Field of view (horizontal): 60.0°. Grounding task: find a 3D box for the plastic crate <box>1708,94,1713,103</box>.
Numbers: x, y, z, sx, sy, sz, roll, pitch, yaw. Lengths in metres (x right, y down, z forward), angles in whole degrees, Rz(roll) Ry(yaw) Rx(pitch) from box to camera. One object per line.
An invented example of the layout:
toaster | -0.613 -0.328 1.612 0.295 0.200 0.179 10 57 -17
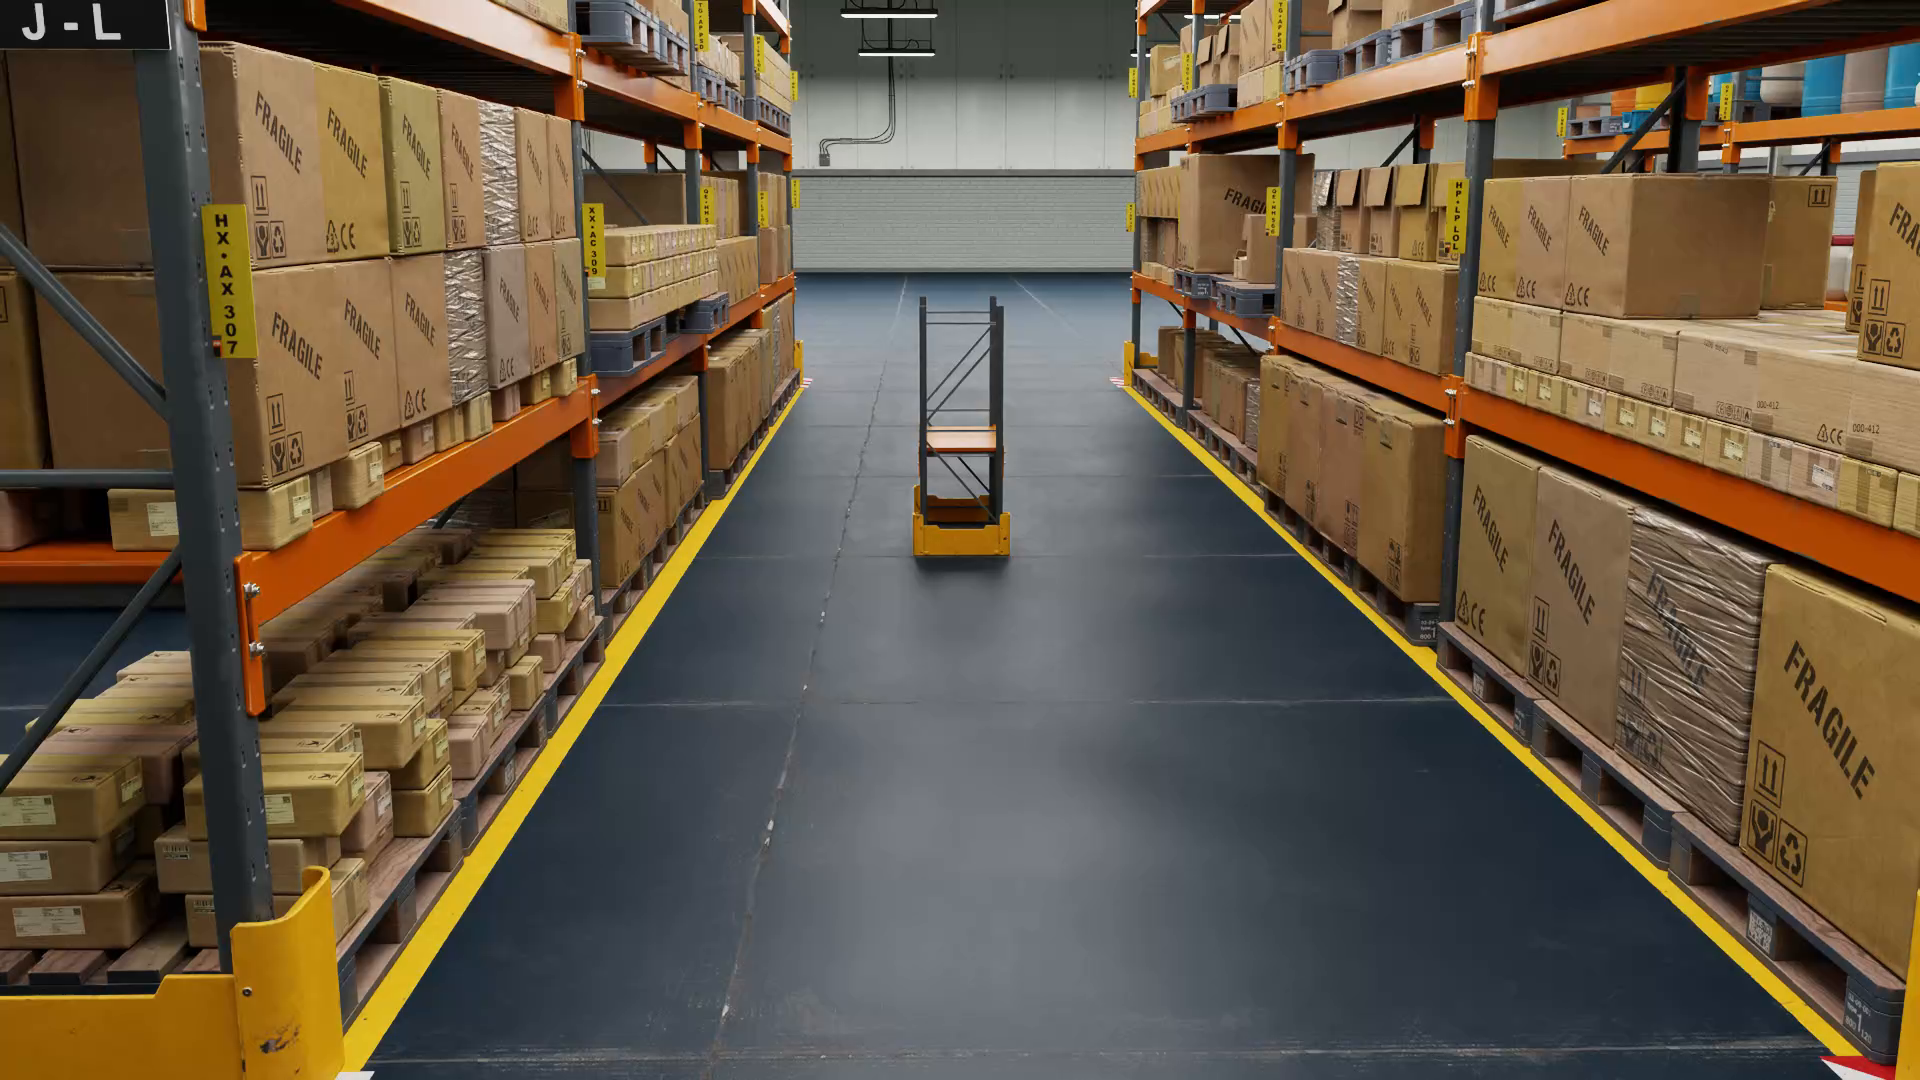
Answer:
plastic crate | 7.811 -4.413 17.261 0.392 0.384 0.575 0 11 -1

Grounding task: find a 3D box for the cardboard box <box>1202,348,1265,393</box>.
cardboard box | 2.633 -1.573 16.000 0.500 0.500 0.500 -1 11 -3

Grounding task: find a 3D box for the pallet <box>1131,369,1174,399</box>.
pallet | 2.501 -1.765 18.726 1.003 0.211 1.213 0 11 -1

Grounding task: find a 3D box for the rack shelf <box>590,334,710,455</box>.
rack shelf | -2.236 -0.967 9.592 1.077 0.370 4.000 0 11 -1

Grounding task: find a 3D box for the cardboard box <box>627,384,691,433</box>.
cardboard box | -1.980 -0.830 10.453 0.500 0.250 0.500 0 11 0

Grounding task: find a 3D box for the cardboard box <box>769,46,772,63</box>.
cardboard box | -2.051 -4.781 16.358 0.380 0.149 0.250 0 11 -1

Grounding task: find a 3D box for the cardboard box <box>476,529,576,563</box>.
cardboard box | -1.927 0.047 7.400 0.380 0.149 0.250 0 11 0

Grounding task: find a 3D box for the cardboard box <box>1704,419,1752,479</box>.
cardboard box | 2.490 -0.277 5.011 0.380 0.149 0.250 0 11 -2

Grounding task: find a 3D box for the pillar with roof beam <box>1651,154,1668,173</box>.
pillar with roof beam | 13.454 -10.927 41.785 9.100 9.000 0.548 0 11 -1

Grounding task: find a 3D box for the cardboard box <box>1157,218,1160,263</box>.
cardboard box | 2.632 -3.294 18.254 0.875 0.500 0.500 0 11 -1

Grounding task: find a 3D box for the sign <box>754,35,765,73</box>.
sign | -1.818 -4.394 15.039 0.100 0.325 0.005 0 11 -1

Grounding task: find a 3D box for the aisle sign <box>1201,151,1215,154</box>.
aisle sign | 2.817 -4.596 19.128 0.394 0.787 0.004 0 11 -1

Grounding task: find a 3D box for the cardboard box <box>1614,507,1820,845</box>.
cardboard box | 2.737 0.400 5.329 0.875 0.875 0.875 0 11 -1

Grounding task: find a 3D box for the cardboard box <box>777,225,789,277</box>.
cardboard box | -2.357 -3.198 18.403 0.875 0.550 0.550 0 11 -1

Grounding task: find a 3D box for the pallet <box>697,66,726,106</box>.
pallet | -2.344 -3.223 11.830 1.213 0.211 1.003 0 11 1

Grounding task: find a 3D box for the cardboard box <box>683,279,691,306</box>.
cardboard box | -1.786 -1.449 9.732 0.380 0.149 0.250 0 11 1

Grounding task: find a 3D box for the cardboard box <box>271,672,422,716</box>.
cardboard box | -1.874 0.513 5.103 0.380 0.149 0.250 -1 11 -4

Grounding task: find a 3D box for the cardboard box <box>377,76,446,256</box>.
cardboard box | -1.861 -1.106 4.952 0.500 0.500 0.500 0 11 -2

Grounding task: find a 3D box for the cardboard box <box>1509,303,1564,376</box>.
cardboard box | 2.519 -0.801 6.594 0.500 0.250 0.500 0 11 -1

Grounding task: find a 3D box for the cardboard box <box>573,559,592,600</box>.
cardboard box | -1.870 0.185 7.471 0.380 0.149 0.250 0 11 0

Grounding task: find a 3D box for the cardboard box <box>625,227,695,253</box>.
cardboard box | -1.792 -1.793 9.932 0.380 0.149 0.250 0 11 -1

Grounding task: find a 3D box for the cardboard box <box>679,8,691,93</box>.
cardboard box | -2.012 -3.124 10.617 0.500 0.500 0.500 0 11 -1

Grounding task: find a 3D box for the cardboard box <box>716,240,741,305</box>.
cardboard box | -2.048 -2.157 13.396 0.500 0.500 0.500 0 11 -2

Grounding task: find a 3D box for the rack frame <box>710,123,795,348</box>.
rack frame | -2.443 -3.308 19.319 1.000 3.000 0.127 0 11 -1

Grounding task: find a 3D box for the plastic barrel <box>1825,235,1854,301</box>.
plastic barrel | 7.369 -2.263 13.827 0.433 0.535 0.433 0 11 0

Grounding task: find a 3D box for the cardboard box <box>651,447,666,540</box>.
cardboard box | -1.982 -0.260 9.528 0.500 0.500 0.500 0 11 0

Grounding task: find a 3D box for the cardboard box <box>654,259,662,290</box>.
cardboard box | -1.762 -1.385 8.671 0.380 0.149 0.250 -1 11 -4

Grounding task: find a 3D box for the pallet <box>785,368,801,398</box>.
pallet | -2.348 -1.782 18.814 1.003 0.211 1.213 0 11 -1

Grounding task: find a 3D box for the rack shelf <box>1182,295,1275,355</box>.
rack shelf | 2.642 -1.763 13.513 1.077 0.370 4.000 0 11 -1

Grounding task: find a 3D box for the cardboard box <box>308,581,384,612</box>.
cardboard box | -2.442 0.255 6.377 0.380 0.149 0.250 0 11 0

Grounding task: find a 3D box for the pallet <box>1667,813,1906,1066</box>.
pallet | 2.754 1.081 4.702 1.003 0.211 1.213 0 11 -1

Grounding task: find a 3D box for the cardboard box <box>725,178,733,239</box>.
cardboard box | -2.331 -2.851 14.300 0.700 0.500 0.500 0 11 -2

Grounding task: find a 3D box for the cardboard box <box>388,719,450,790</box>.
cardboard box | -1.806 0.659 5.133 0.380 0.149 0.250 0 11 1

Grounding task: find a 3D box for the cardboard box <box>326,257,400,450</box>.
cardboard box | -1.882 -0.519 4.571 0.500 0.500 0.500 0 11 -1

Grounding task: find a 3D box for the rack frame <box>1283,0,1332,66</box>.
rack frame | 2.684 -4.658 10.885 1.000 3.000 0.127 0 11 -1

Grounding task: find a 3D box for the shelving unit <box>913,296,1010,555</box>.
shelving unit | -0.002 -0.750 10.485 0.587 1.500 1.083 0 11 -1

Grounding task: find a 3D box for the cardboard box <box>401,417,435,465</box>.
cardboard box | -1.890 -0.328 5.263 0.380 0.149 0.250 0 11 -2

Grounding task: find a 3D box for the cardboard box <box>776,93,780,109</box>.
cardboard box | -2.066 -4.542 17.180 0.380 0.149 0.250 0 11 0

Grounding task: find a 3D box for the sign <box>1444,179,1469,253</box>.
sign | 2.224 -1.447 7.434 0.100 0.325 0.005 0 11 -1

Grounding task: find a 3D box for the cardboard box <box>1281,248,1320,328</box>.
cardboard box | 2.422 -1.669 10.990 0.500 0.500 0.500 0 11 1

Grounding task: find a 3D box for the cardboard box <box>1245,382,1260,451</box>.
cardboard box | 2.626 -0.952 12.886 0.700 0.500 0.500 -1 12 -6

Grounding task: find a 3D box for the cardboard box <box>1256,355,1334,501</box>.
cardboard box | 2.677 -0.745 10.974 1.225 0.875 0.875 -1 11 -4

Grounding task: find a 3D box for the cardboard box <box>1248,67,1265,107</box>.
cardboard box | 2.405 -3.306 12.145 0.500 0.250 0.500 0 11 -1

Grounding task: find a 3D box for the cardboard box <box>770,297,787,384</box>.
cardboard box | -2.342 -2.163 17.963 0.875 0.875 0.875 0 11 -2

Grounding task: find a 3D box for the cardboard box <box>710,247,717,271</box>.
cardboard box | -1.812 -1.850 10.959 0.380 0.149 0.250 0 11 0

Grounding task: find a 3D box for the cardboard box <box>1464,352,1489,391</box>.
cardboard box | 2.440 -0.739 7.291 0.380 0.149 0.250 0 11 -1

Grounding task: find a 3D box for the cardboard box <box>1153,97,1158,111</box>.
cardboard box | 2.265 -4.640 17.715 0.380 0.149 0.250 0 11 -1

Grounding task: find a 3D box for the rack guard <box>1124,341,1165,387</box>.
rack guard | 2.520 -2.068 19.494 1.175 0.500 0.348 0 11 -1

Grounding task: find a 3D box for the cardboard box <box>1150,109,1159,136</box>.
cardboard box | 2.293 -4.407 17.569 0.500 0.250 0.500 0 11 -1

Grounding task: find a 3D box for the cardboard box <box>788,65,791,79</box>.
cardboard box | -2.096 -5.235 18.591 0.380 0.149 0.250 0 11 -1

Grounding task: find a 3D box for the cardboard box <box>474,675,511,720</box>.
cardboard box | -1.886 0.604 6.154 0.380 0.149 0.250 0 11 0

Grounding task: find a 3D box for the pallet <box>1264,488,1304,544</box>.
pallet | 2.625 -0.194 10.985 1.003 0.211 1.213 0 11 -1

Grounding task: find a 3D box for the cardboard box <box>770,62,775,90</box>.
cardboard box | -2.113 -4.609 16.508 0.500 0.250 0.500 0 11 -2
